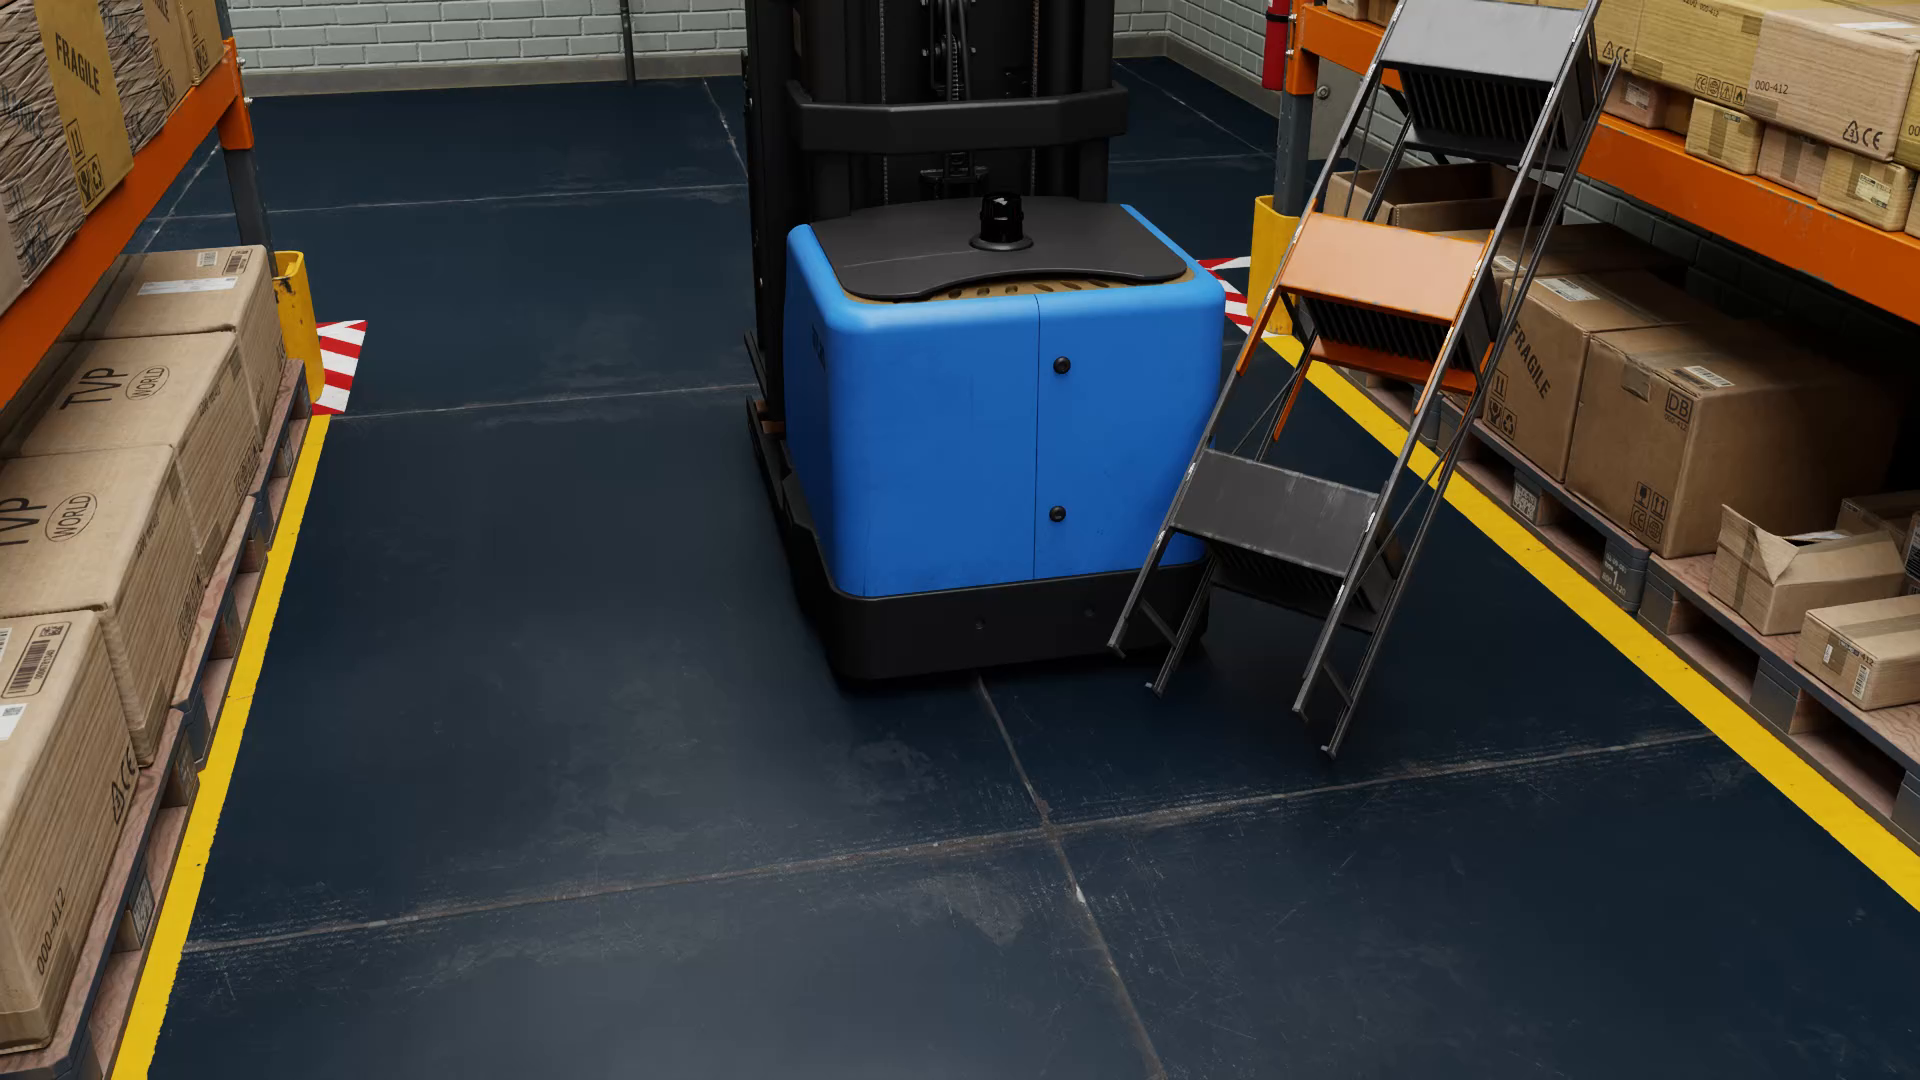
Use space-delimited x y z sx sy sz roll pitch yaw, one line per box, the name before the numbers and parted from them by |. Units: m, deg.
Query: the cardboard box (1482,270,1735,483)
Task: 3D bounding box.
cardboard box | 2.038 -0.529 5.277 0.500 0.500 0.500 -5 27 -11

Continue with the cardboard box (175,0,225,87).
cardboard box | -2.652 -1.711 5.200 0.500 0.500 0.500 -6 27 -11

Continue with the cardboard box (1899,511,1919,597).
cardboard box | 2.799 0.098 4.245 0.500 0.311 0.500 -5 27 -10

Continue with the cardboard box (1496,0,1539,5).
cardboard box | 1.887 -1.753 5.230 0.500 0.250 0.500 -6 27 -13

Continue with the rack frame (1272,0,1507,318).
rack frame | 1.816 -2.357 6.590 1.000 3.000 0.127 -6 27 -12

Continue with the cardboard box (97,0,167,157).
cardboard box | -2.428 -1.264 4.315 0.500 0.500 0.500 -5 27 -10

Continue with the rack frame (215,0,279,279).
rack frame | -3.019 -1.851 5.588 1.000 3.000 0.127 -6 27 -12

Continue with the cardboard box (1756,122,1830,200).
cardboard box | 2.205 -0.945 4.071 0.380 0.149 0.250 -5 27 -10

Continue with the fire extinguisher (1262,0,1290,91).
fire extinguisher | 1.333 -2.173 6.727 0.296 0.674 0.183 -6 27 -12

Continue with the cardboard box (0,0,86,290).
cardboard box | -2.183 -0.813 3.420 0.500 0.500 0.500 -6 27 -11

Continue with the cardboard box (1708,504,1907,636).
cardboard box | 2.226 0.061 4.369 0.396 0.266 0.258 -5 27 -10

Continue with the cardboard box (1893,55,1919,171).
cardboard box | 2.365 -0.865 3.472 0.500 0.250 0.500 -5 27 -10

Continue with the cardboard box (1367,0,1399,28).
cardboard box | 1.726 -1.965 6.094 0.380 0.149 0.250 -5 27 -10

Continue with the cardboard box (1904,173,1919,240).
cardboard box | 2.320 -0.715 3.617 0.380 0.149 0.250 -5 27 -10

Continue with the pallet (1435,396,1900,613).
pallet | 2.286 -0.194 5.400 1.003 0.211 1.213 -6 27 -12

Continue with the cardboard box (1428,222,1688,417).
cardboard box | 2.017 -0.771 5.757 0.700 0.500 0.500 -5 27 -9

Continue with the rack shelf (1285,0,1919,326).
rack shelf | 2.267 -1.158 5.013 1.077 0.370 4.000 -6 27 -12

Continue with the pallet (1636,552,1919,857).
pallet | 2.564 0.343 4.337 1.003 0.211 1.213 -6 27 -12

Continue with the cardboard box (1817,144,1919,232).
cardboard box | 2.238 -0.827 3.838 0.380 0.149 0.250 -5 27 -10

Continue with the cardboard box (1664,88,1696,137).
cardboard box | 2.171 -1.179 4.535 0.380 0.149 0.250 -6 27 -11

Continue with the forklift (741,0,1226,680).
forklift | -0.139 -1.585 5.138 1.130 2.935 3.031 -6 27 -11

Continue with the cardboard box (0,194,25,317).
cardboard box | -2.077 -0.594 2.986 0.500 0.500 0.500 -6 27 -11

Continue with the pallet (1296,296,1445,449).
pallet | 2.014 -0.729 6.459 1.003 0.211 1.213 -6 27 -12

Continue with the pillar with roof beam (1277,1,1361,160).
pillar with roof beam | -2.107 -5.873 6.899 9.100 9.000 0.400 -6 27 -12

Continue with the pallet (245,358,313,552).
pallet | -2.762 -0.263 5.537 1.003 0.211 1.213 -6 27 -12

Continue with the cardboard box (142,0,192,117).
cardboard box | -2.554 -1.489 4.760 0.500 0.500 0.500 -7 28 -13

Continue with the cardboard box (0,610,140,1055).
cardboard box | -2.154 0.575 3.160 0.875 0.438 0.875 -6 27 -12

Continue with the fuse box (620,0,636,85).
fuse box | -2.233 -3.898 11.074 0.539 1.711 0.414 -6 27 -12

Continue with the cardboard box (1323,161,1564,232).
cardboard box | 1.862 -1.152 6.507 0.797 0.503 0.637 -7 28 -14

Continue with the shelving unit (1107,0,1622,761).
shelving unit | 1.085 -0.523 4.295 0.503 0.431 2.100 18 76 31

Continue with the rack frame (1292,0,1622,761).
rack frame | 1.284 -0.457 4.170 0.015 0.400 2.100 18 76 31

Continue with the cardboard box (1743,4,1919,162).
cardboard box | 2.238 -1.084 3.905 0.500 0.250 0.500 -6 27 -11

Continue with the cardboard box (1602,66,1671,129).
cardboard box | 2.070 -1.282 4.740 0.380 0.149 0.250 -6 27 -12

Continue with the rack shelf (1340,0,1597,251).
rack shelf | 1.375 -1.128 4.441 0.480 0.431 0.518 18 76 31

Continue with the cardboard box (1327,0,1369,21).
cardboard box | 1.623 -2.072 6.306 0.380 0.149 0.250 -6 27 -12

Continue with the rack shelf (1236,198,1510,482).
rack shelf | 1.079 -0.511 4.292 0.480 0.431 0.518 18 76 31

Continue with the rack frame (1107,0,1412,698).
rack frame | 0.885 -0.589 4.419 0.015 0.400 2.100 18 76 31

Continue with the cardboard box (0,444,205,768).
cardboard box | -2.357 0.182 3.938 0.875 0.438 0.875 -7 28 -13

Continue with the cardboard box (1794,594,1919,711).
cardboard box | 2.306 0.270 4.085 0.380 0.149 0.250 -7 28 -13

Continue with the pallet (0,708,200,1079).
pallet | -2.212 0.808 3.415 1.003 0.211 1.213 -6 27 -12

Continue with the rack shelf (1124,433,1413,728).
rack shelf | 0.782 0.105 4.143 0.480 0.431 0.518 18 76 31

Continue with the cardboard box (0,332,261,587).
cardboard box | -2.558 -0.214 4.723 0.875 0.438 0.875 -5 27 -10

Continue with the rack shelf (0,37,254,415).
rack shelf | -2.568 -0.652 4.011 1.077 0.370 4.000 -6 27 -12

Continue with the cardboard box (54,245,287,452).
cardboard box | -2.773 -0.615 5.517 0.875 0.438 0.875 -7 28 -13

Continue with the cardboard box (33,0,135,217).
cardboard box | -2.299 -1.039 3.868 0.500 0.500 0.500 -5 27 -10

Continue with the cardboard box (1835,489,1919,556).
cardboard box | 2.701 -0.020 4.658 0.380 0.149 0.250 -6 27 -12

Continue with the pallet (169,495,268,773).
pallet | -2.491 0.271 4.478 1.003 0.211 1.213 -6 27 -12

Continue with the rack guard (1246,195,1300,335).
rack guard | 1.833 -1.207 7.087 1.175 0.500 0.348 -6 27 -12

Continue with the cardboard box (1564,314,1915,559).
cardboard box | 2.251 -0.315 4.854 0.700 0.500 0.500 -7 28 -14

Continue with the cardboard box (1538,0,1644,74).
cardboard box | 2.023 -1.530 4.789 0.500 0.250 0.500 -7 28 -13

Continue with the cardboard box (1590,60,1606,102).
cardboard box | 1.944 -1.388 4.950 0.380 0.149 0.250 -5 27 -10

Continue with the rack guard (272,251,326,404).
rack guard | -3.024 -0.746 6.173 1.175 0.500 0.348 -6 27 -12

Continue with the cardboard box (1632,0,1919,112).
cardboard box | 2.139 -1.304 4.341 0.500 0.250 0.500 -6 27 -12

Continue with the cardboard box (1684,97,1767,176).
cardboard box | 2.120 -1.054 4.288 0.380 0.149 0.250 -6 27 -12
